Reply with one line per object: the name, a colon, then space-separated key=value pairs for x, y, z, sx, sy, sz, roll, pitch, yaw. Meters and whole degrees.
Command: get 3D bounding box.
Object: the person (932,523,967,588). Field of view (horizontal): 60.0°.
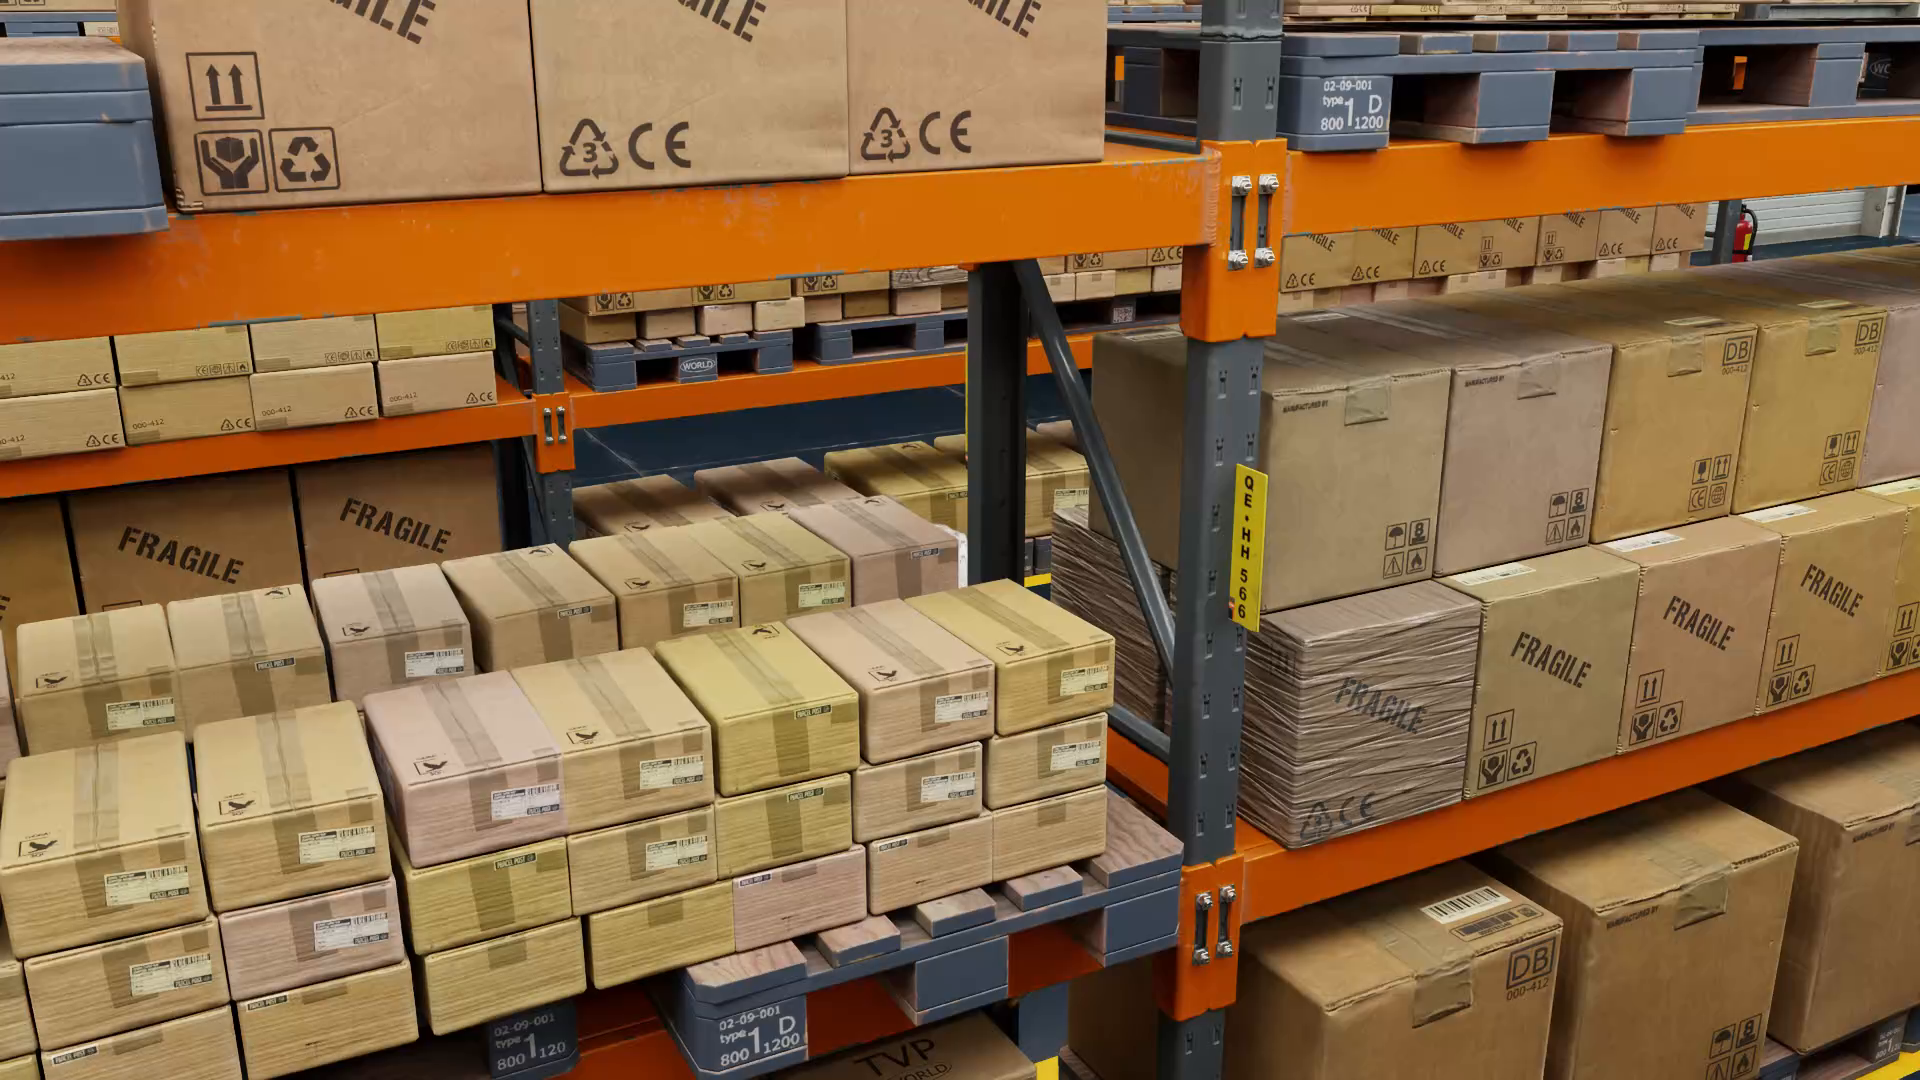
person: x=-0.159 y=0.338 z=7.557 sx=0.524 sy=0.833 sz=1.027 roll=-10 pitch=21 yaw=-28
